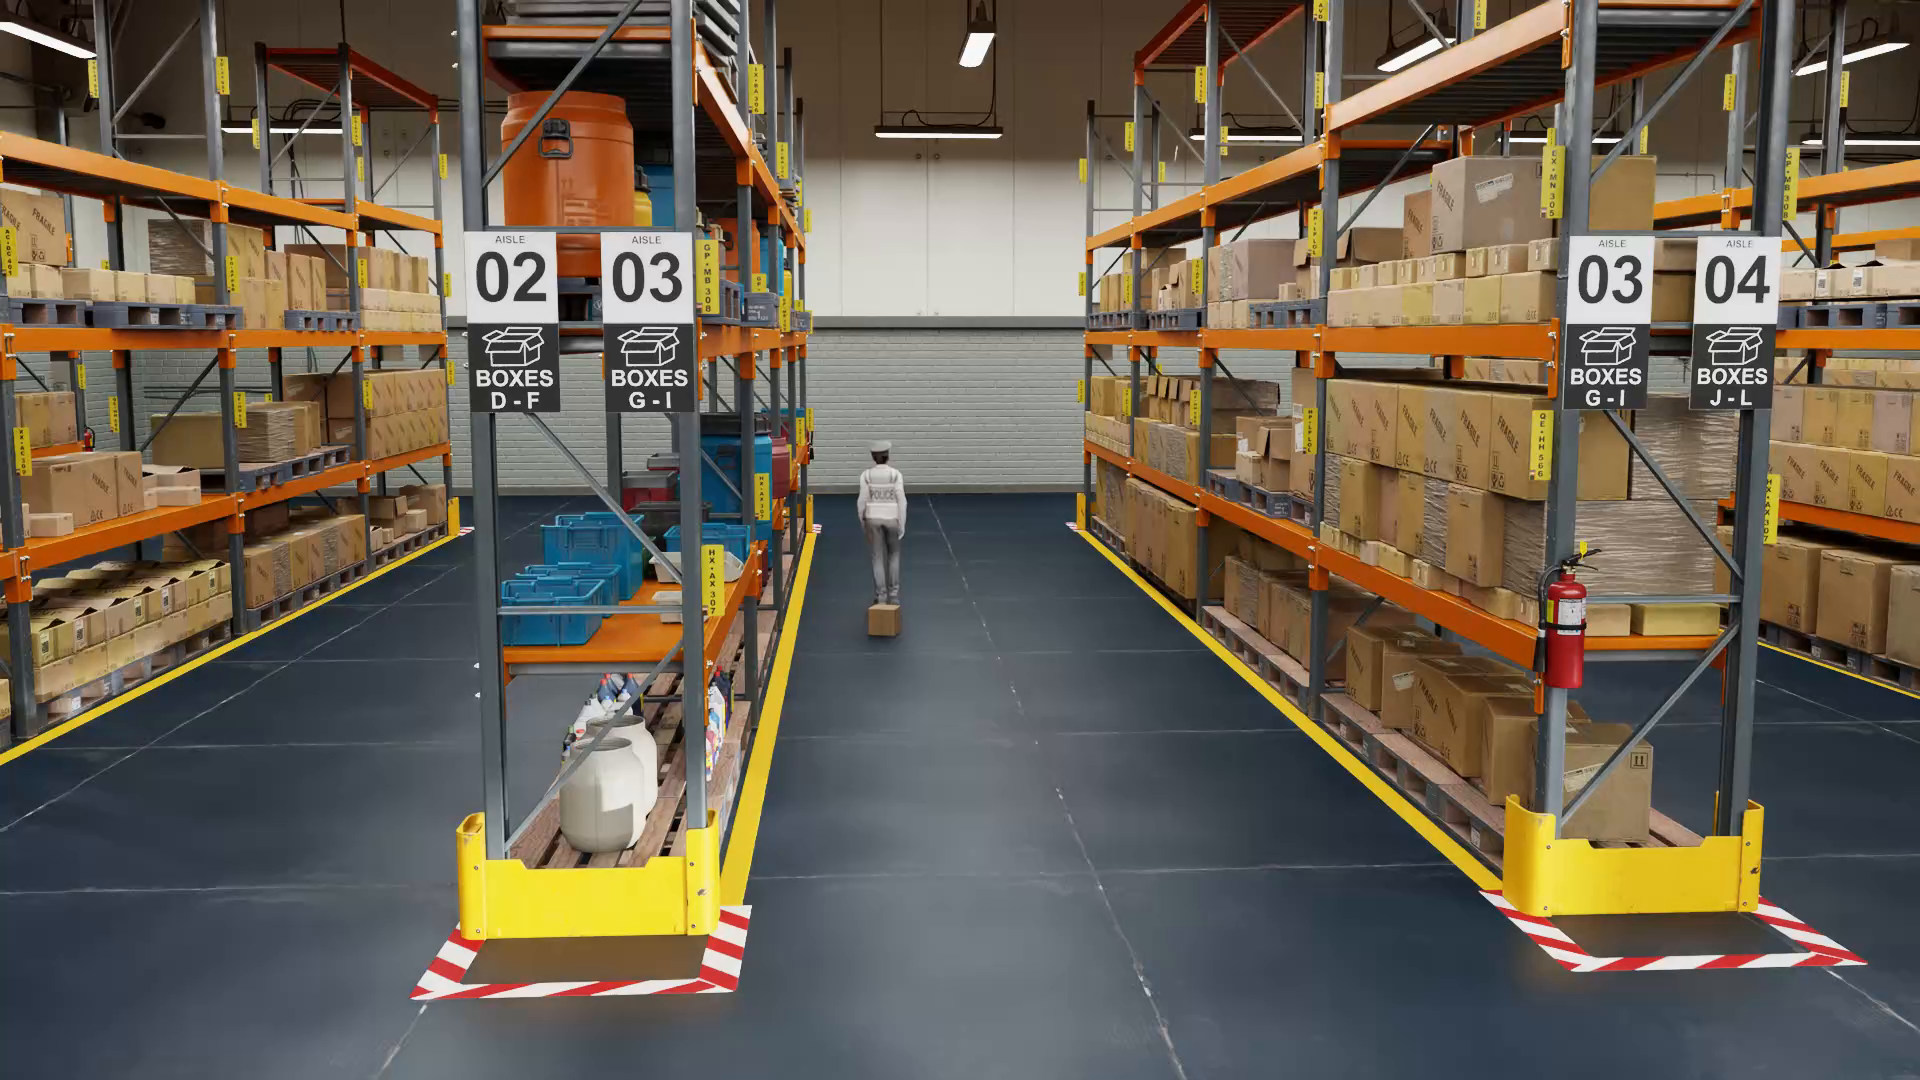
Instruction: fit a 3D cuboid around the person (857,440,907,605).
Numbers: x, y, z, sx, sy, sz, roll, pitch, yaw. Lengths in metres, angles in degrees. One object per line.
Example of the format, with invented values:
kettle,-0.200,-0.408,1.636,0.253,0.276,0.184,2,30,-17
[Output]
person,-0.800,-0.153,16.994,0.498,1.732,0.686,-1,7,-5
